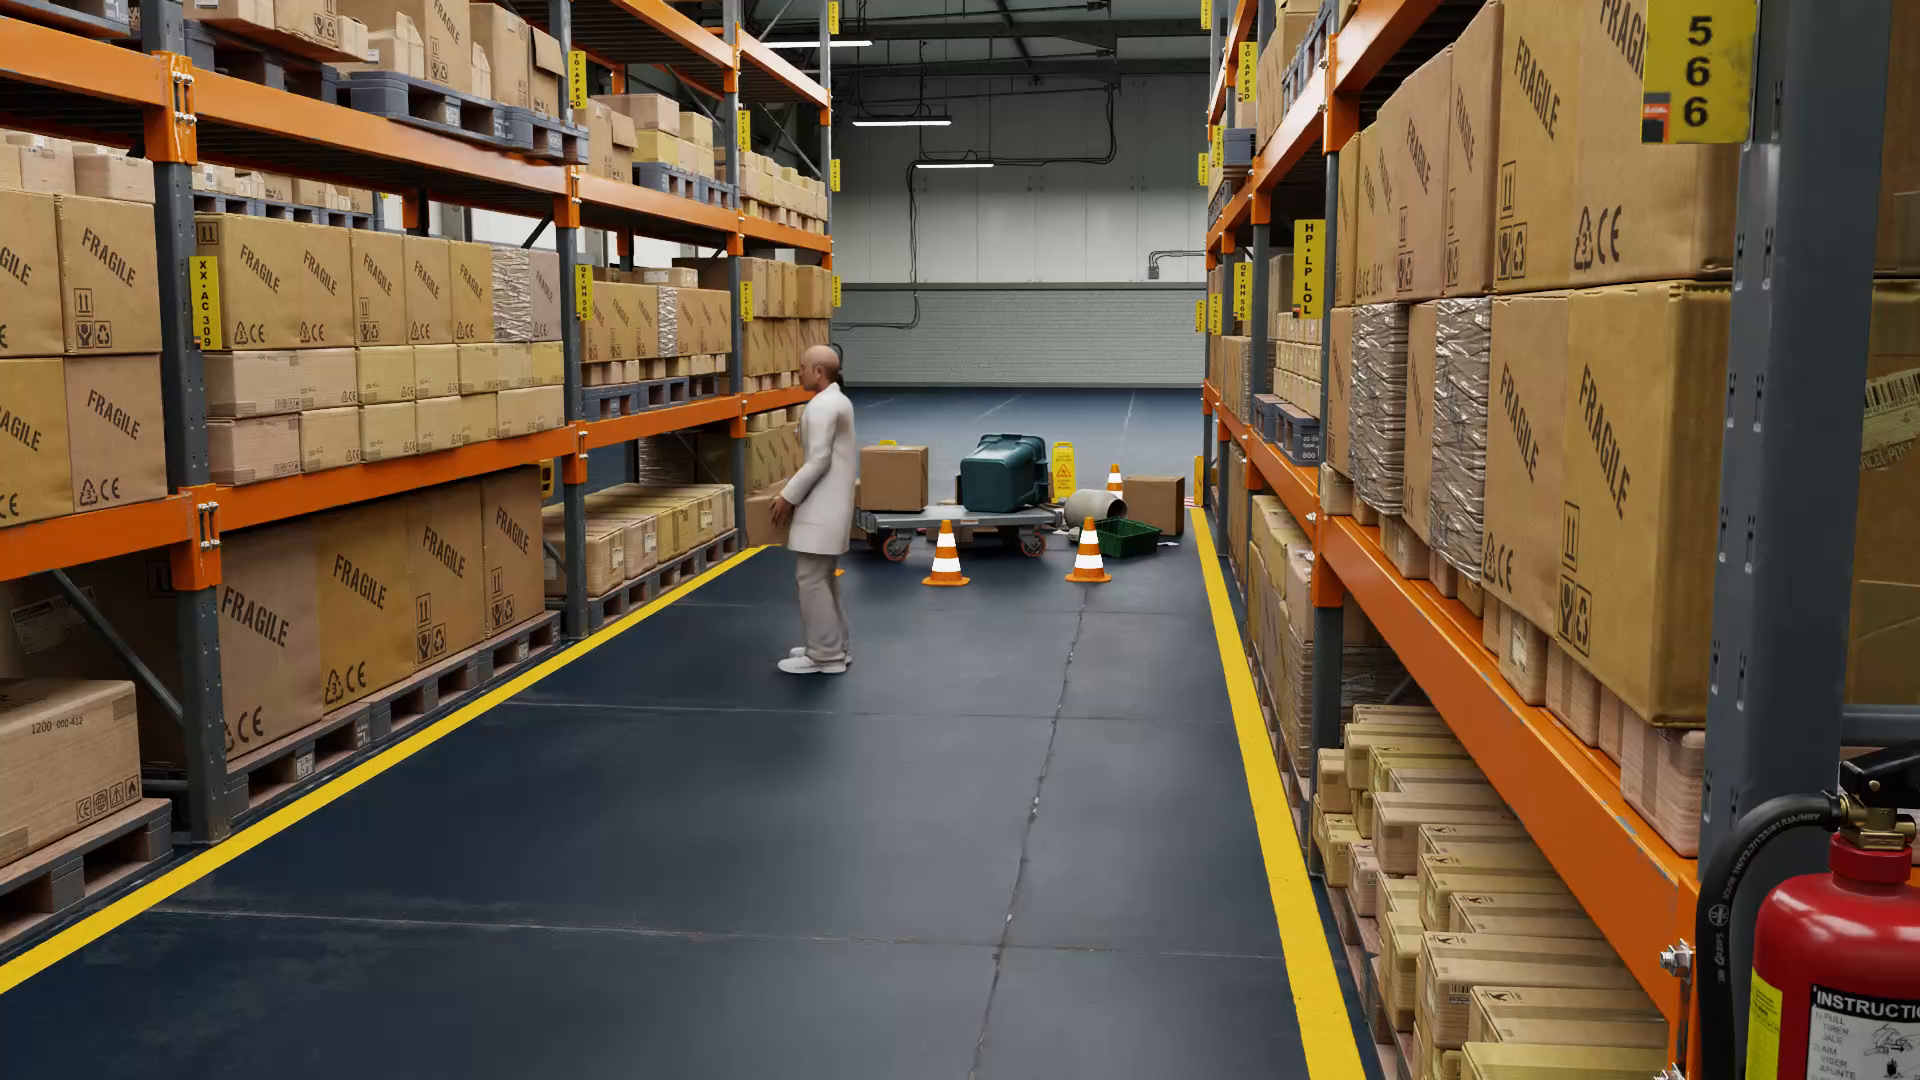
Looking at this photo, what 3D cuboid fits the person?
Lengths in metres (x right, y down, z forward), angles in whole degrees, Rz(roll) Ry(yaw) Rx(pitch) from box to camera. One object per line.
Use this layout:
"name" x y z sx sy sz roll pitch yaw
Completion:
"person" -0.797 -0.170 9.118 0.455 1.782 0.577 1 7 5
